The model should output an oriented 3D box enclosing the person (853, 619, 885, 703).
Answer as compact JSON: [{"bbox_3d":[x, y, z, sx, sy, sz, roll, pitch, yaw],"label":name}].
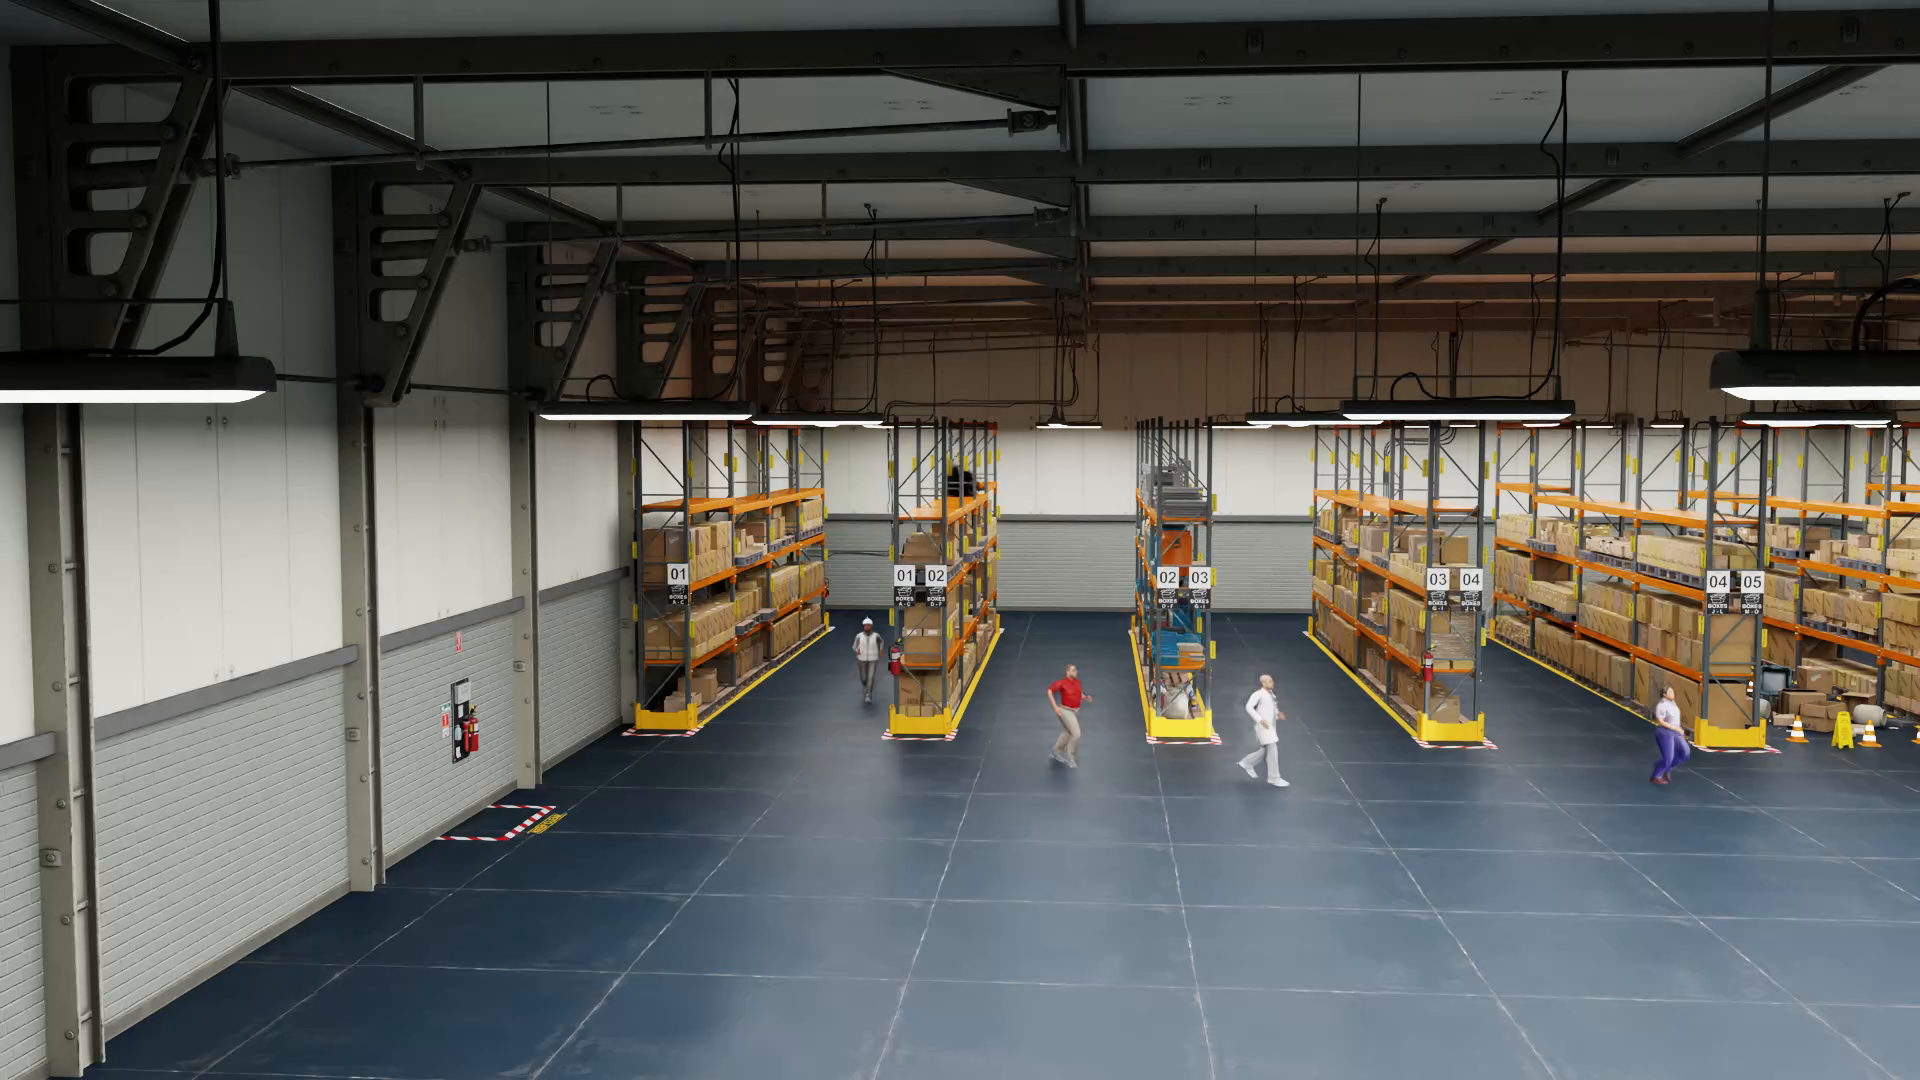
[{"bbox_3d":[-1.943,2.540,35.336,0.676,1.741,0.971,0,4,1],"label":"person"}]

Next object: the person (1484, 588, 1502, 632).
[{"bbox_3d":[15.291,1.838,47.228,0.846,1.664,0.599,0,4,-7],"label":"person"}]

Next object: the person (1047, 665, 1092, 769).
[{"bbox_3d":[1.888,3.025,28.486,0.773,1.797,0.644,2,4,33],"label":"person"}]

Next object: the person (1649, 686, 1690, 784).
[{"bbox_3d":[11.504,3.158,26.952,0.618,1.607,0.570,-4,5,-44],"label":"person"}]

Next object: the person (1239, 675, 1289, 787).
[{"bbox_3d":[4.934,3.071,27.013,0.899,1.784,0.716,2,4,32],"label":"person"}]
